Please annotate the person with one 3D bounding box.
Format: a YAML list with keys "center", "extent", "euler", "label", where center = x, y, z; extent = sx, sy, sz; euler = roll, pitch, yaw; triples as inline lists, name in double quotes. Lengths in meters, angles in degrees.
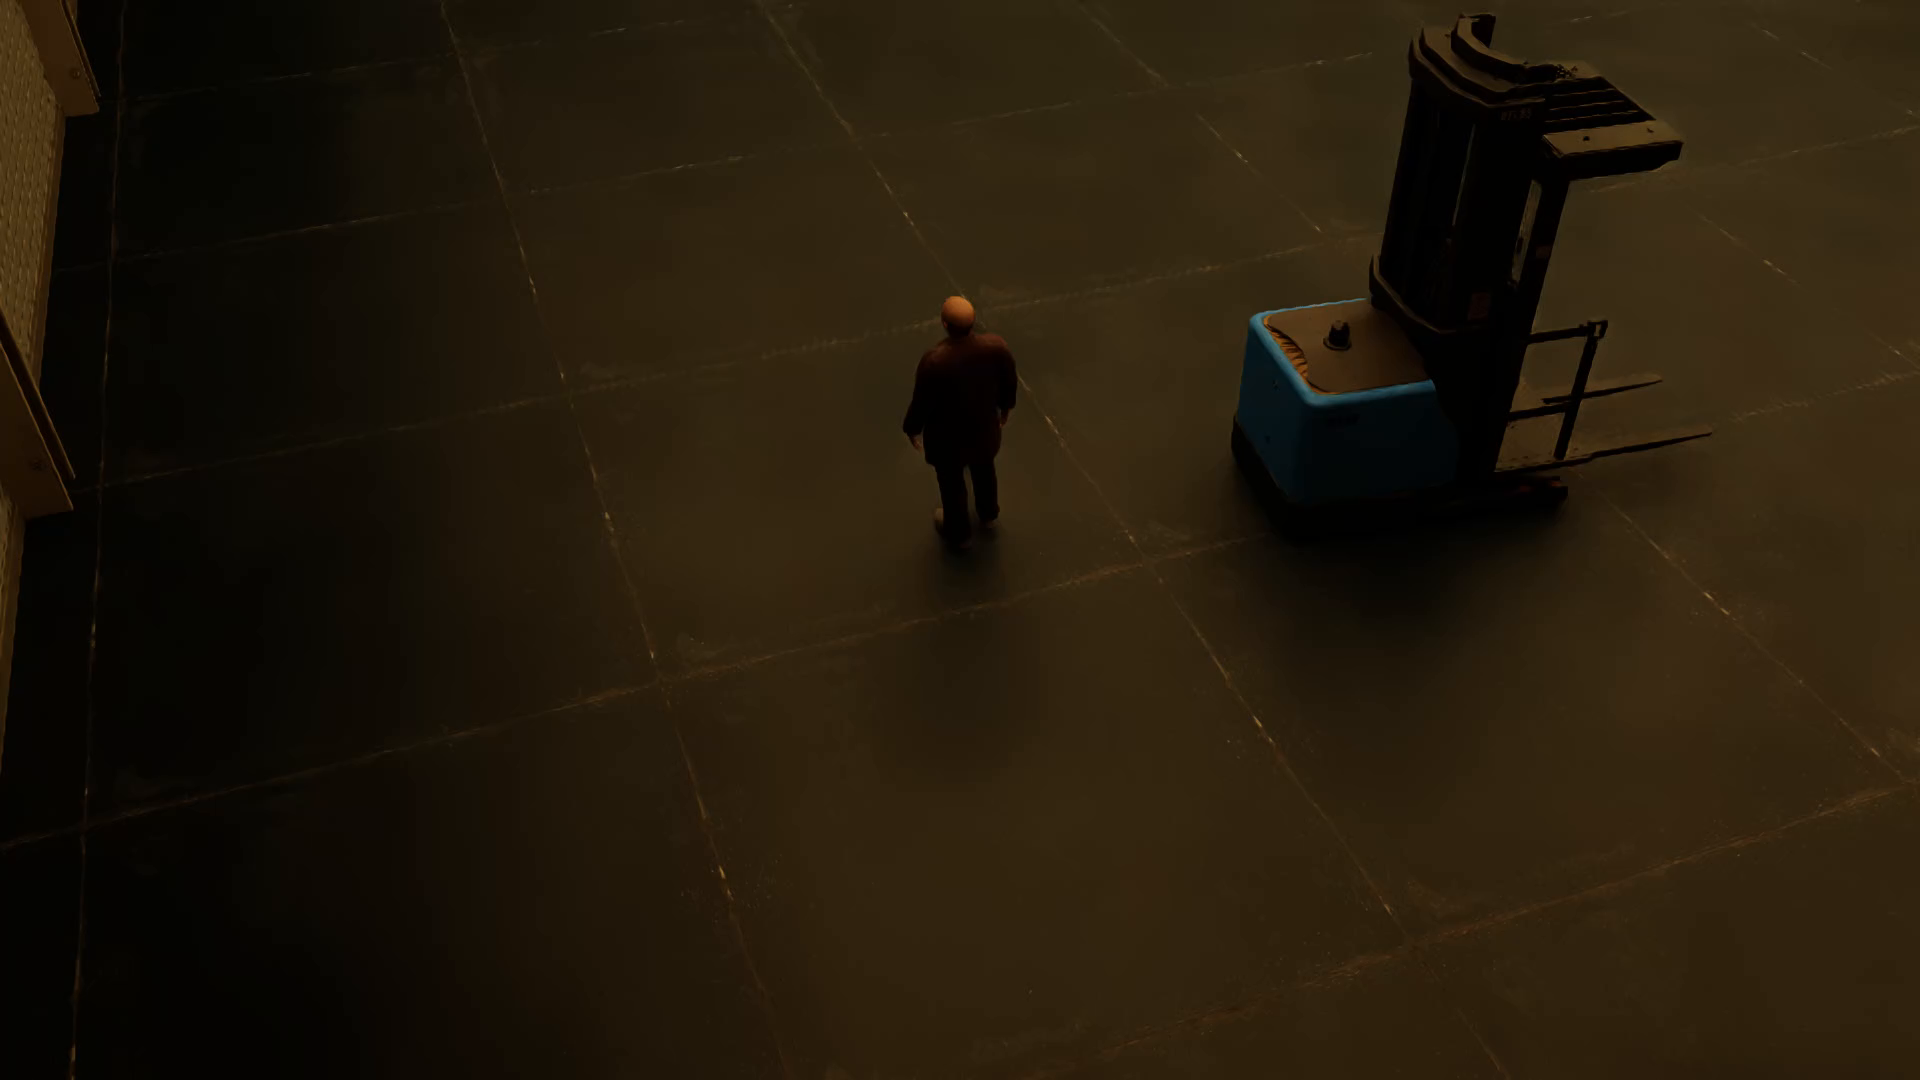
- center: [-0.027, -0.742, 9.766]
  extent: [0.694, 1.776, 0.580]
  euler: [-13, 42, -15]
  label: "person"

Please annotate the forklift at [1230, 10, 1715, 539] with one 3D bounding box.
- center: [3.345, -1.632, 9.940]
  extent: [3.031, 2.935, 1.130]
  euler: [-9, 41, -11]
  label: "forklift"
